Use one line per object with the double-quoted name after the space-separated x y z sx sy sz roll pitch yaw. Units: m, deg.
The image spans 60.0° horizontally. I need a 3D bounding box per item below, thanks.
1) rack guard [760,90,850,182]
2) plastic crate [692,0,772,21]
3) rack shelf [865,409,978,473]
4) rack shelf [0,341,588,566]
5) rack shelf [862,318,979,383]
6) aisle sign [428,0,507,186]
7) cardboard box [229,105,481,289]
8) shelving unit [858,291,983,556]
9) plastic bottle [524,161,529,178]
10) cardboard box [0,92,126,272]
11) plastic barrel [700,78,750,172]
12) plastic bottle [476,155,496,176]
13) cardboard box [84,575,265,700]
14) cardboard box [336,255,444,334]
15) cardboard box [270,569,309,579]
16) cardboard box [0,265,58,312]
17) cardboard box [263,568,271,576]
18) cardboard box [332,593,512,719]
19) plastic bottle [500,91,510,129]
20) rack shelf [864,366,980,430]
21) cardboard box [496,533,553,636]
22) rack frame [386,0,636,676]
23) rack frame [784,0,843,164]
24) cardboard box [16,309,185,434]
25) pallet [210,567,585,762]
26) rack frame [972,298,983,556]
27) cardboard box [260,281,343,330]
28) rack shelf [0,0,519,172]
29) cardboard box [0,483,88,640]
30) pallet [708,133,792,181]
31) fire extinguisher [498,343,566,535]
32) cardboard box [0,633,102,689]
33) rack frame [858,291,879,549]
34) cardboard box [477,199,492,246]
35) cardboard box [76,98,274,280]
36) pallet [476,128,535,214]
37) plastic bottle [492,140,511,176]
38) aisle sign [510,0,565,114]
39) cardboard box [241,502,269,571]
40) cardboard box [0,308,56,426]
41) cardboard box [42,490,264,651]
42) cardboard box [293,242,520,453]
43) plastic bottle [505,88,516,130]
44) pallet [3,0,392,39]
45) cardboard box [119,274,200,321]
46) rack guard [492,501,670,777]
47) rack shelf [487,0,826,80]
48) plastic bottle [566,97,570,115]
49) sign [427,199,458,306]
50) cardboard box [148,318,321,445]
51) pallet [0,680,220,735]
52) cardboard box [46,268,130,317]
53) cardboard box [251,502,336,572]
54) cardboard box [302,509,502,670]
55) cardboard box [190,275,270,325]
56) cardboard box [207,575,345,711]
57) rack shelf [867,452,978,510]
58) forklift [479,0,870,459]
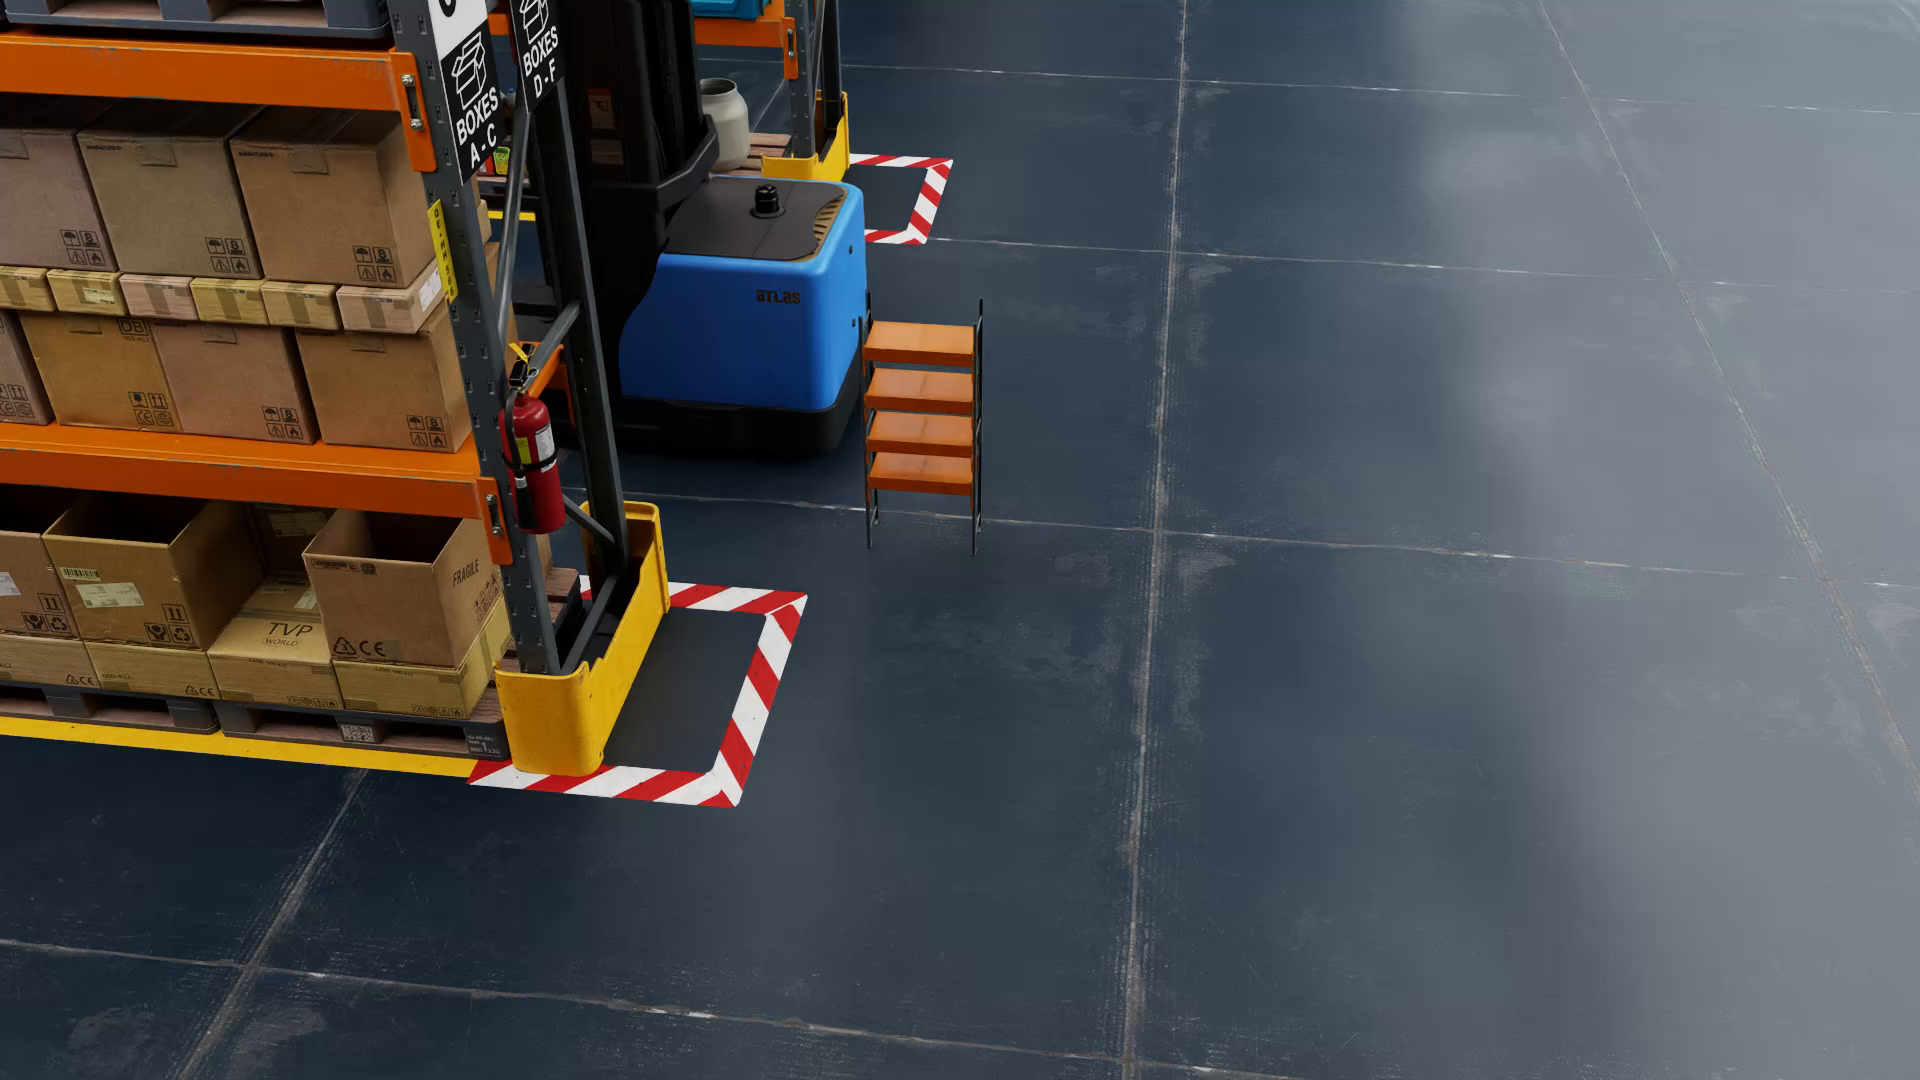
-0.988 -2.461 10.768 0.348 0.500 1.175 4 36 6 "rack guard"
-1.441 -3.304 9.925 0.616 0.251 0.499 4 36 6 "plastic crate"
-0.164 -0.446 7.458 0.480 0.148 0.258 4 36 6 "rack shelf"
-3.525 -0.501 6.489 4.000 0.370 1.077 4 36 6 "rack shelf"
-0.164 -0.820 7.190 0.480 0.148 0.258 4 36 6 "rack shelf"
-1.514 -1.530 5.074 0.004 0.787 0.394 4 36 6 "aisle sign"
-2.055 -1.261 5.731 0.500 0.500 0.700 4 36 6 "cardboard box"
-0.164 -0.501 7.419 0.503 1.200 0.258 4 36 6 "shelving unit"
-2.784 -2.423 10.593 0.097 0.201 0.097 0 36 0 "plastic bottle"
-3.078 -1.333 5.833 0.500 0.500 0.700 4 36 6 "cardboard box"
-1.569 -2.663 10.679 0.421 0.512 0.421 0 36 0 "plastic barrel"
-3.031 -2.488 10.620 0.135 0.276 0.152 5 36 6 "plastic bottle"
-3.105 0.367 6.659 0.500 0.250 0.500 4 36 6 "cardboard box"
-1.945 -0.869 5.741 0.250 0.149 0.380 4 36 5 "cardboard box"
-2.541 0.100 7.034 0.500 0.250 0.500 4 36 6 "cardboard box"
-3.229 -0.964 5.874 0.250 0.149 0.380 5 36 7 "cardboard box"
-3.037 0.062 7.086 0.500 0.250 0.500 4 36 6 "cardboard box"
-2.111 0.433 6.567 0.500 0.250 0.500 4 36 6 "cardboard box"
-3.105 -2.915 11.222 0.097 0.271 0.097 0 36 0 "plastic bottle"
-0.164 -0.628 7.328 0.480 0.148 0.258 4 36 6 "rack shelf"
-2.045 0.134 6.985 0.500 0.250 0.500 4 36 6 "cardboard box"
-1.541 -0.646 6.073 0.127 3.000 1.000 4 36 6 "rack frame"
-0.907 -3.500 10.072 0.127 3.000 1.000 4 36 6 "rack frame"
-3.016 -0.805 6.209 0.500 0.500 0.700 4 36 6 "cardboard box"
-2.305 0.457 6.929 1.213 0.211 1.003 4 36 6 "pallet"
0.078 -0.483 7.393 0.015 1.200 0.240 4 36 6 "rack frame"
-2.205 -0.888 5.767 0.250 0.149 0.380 5 36 7 "cardboard box"
-3.525 -1.722 5.618 4.000 0.370 1.077 4 36 6 "rack shelf"
-3.601 0.026 6.492 0.500 0.500 0.500 4 36 6 "cardboard box"
-1.793 -2.406 10.940 1.213 0.211 1.003 4 36 6 "pallet"
-1.483 -0.338 5.708 0.183 0.674 0.296 4 36 6 "fire extinguisher"
-3.600 0.329 6.713 0.500 0.250 0.500 4 36 6 "cardboard box"
-0.406 -0.519 7.444 0.015 1.200 0.240 4 36 6 "rack frame"
-1.903 -1.104 6.070 0.250 0.149 0.380 4 36 6 "cardboard box"
-2.578 -1.296 5.781 0.500 0.500 0.700 3 36 5 "cardboard box"
-3.000 -2.498 11.069 1.213 0.211 1.003 4 36 6 "pallet"
-2.903 -2.455 10.567 0.133 0.283 0.061 5 36 7 "plastic bottle"
-1.437 -1.876 5.558 0.004 0.787 0.394 4 36 6 "aisle sign"
-3.039 -0.236 6.859 0.500 0.500 0.500 4 36 6 "cardboard box"
-3.539 -0.842 6.261 0.500 0.500 0.700 5 36 7 "cardboard box"
-3.105 0.063 6.439 0.500 0.500 0.500 4 36 6 "cardboard box"
-2.003 -0.729 6.103 0.500 0.500 0.700 4 36 6 "cardboard box"
-3.005 -2.907 11.211 0.097 0.271 0.097 0 36 0 "plastic bottle"
-2.239 -1.898 5.322 1.213 0.211 1.003 4 36 6 "pallet"
-2.707 -0.927 5.822 0.250 0.149 0.380 5 36 7 "cardboard box"
-1.518 0.373 6.797 0.348 0.500 1.175 4 36 6 "rack guard"
-2.891 -3.355 10.488 4.000 0.370 1.077 4 36 6 "rack shelf"
-2.665 -2.882 11.176 0.097 0.271 0.097 0 36 0 "plastic bottle"
-1.624 -0.902 5.231 0.005 0.325 0.100 4 36 6 "sign"
-2.524 -0.765 6.153 0.500 0.500 0.700 5 36 7 "cardboard box"
-3.512 0.365 7.057 1.213 0.211 1.003 4 36 6 "pallet"
-2.968 -0.946 5.848 0.250 0.149 0.380 5 36 7 "cardboard box"
-2.541 -0.207 6.817 0.500 0.500 0.500 4 36 6 "cardboard box"
-2.111 0.129 6.347 0.500 0.500 0.500 4 36 6 "cardboard box"
-2.458 -0.907 5.794 0.250 0.149 0.380 4 36 5 "cardboard box"
-2.608 0.403 6.609 0.500 0.250 0.500 4 36 6 "cardboard box"
-0.164 -0.284 7.573 0.480 0.148 0.258 4 36 6 "rack shelf"
-2.039 -1.985 8.008 3.031 2.935 1.130 5 36 7 "forklift"
